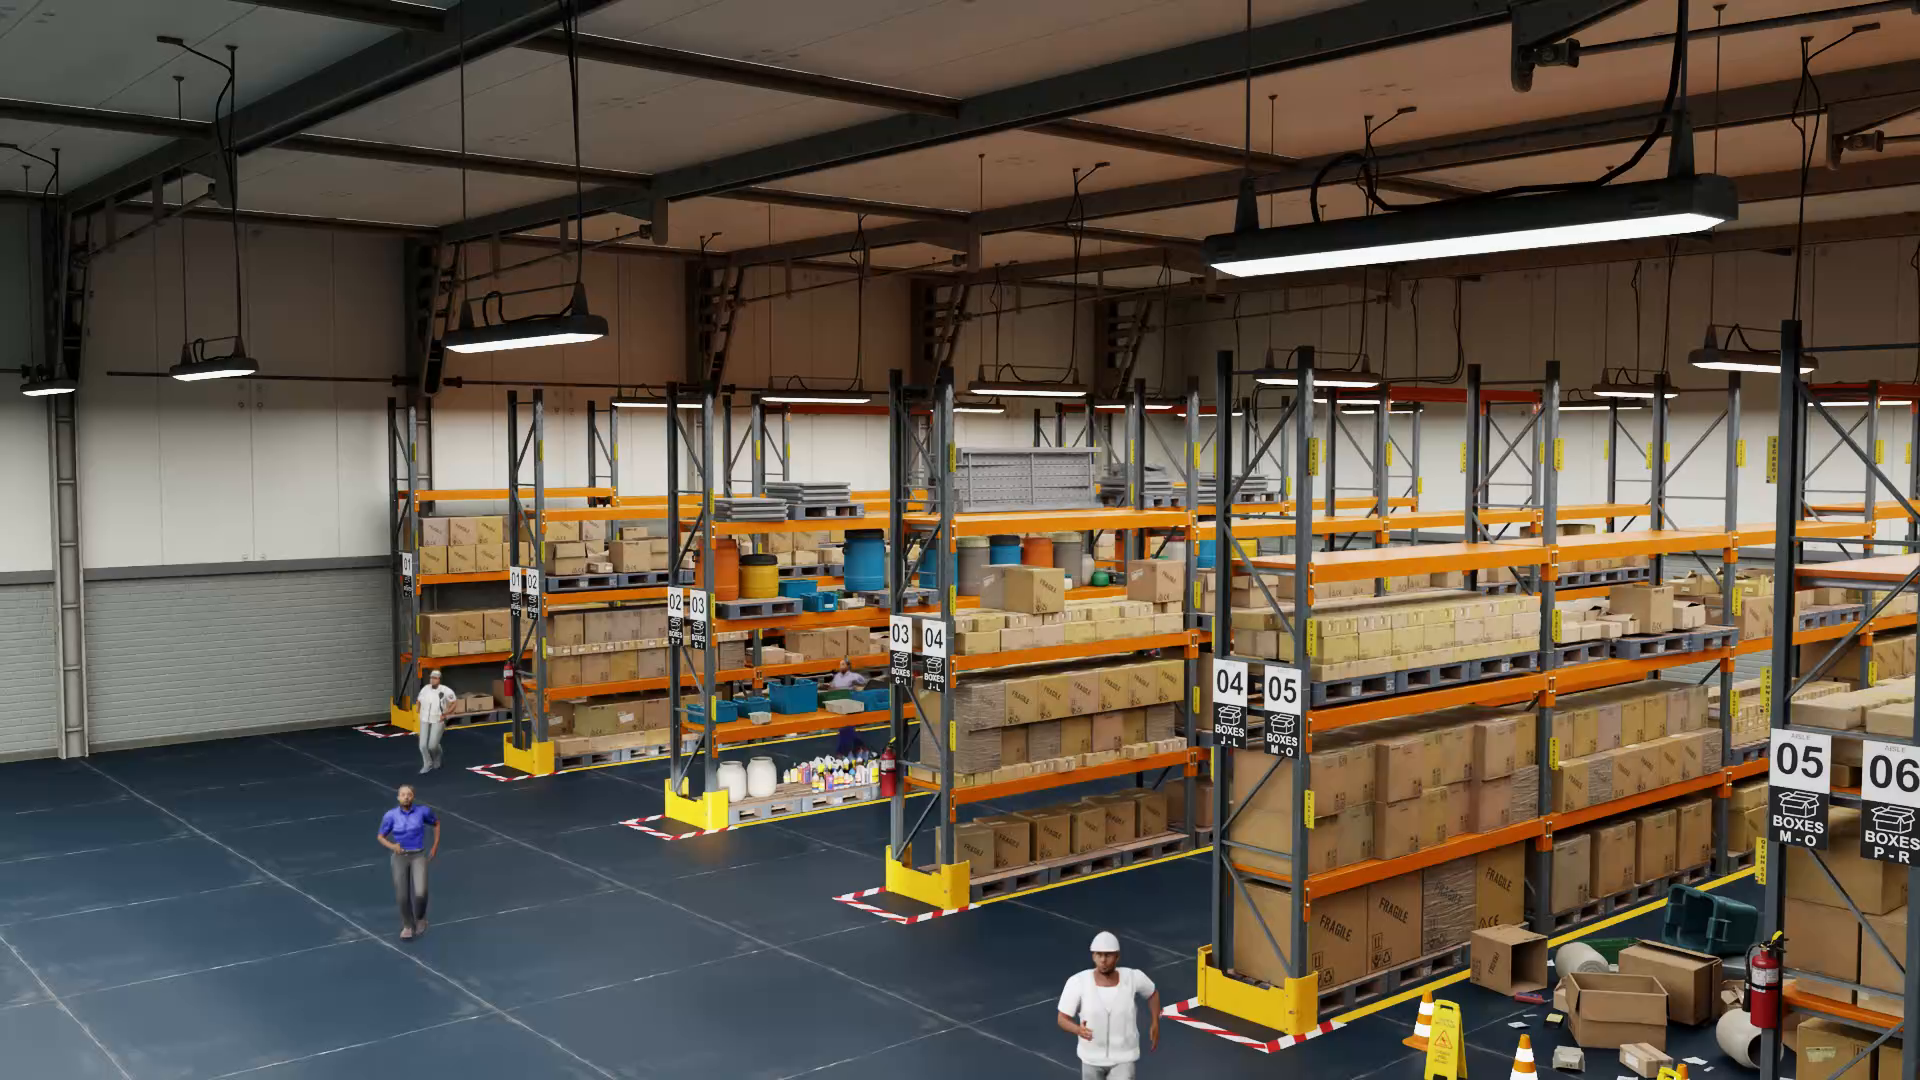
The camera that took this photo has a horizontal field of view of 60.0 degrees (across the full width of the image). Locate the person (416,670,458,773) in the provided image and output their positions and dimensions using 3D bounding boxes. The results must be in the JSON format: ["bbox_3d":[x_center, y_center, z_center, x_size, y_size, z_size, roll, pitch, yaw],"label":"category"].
[{"bbox_3d":[-8.225,2.841,25.994,0.620,1.611,0.569,0,3,6],"label":"person"}]

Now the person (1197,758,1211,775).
[{"bbox_3d":[3.633,2.915,24.414,0.662,1.727,0.567,-3,4,-42],"label":"person"}]

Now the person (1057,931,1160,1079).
[{"bbox_3d":[1.023,3.586,11.485,0.709,1.738,1.036,0,3,7],"label":"person"}]

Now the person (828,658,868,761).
[{"bbox_3d":[-1.840,2.788,27.081,0.624,1.589,0.874,3,4,41],"label":"person"}]

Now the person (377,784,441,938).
[{"bbox_3d":[-5.694,3.336,17.204,0.630,1.626,0.576,-1,4,-18],"label":"person"}]
